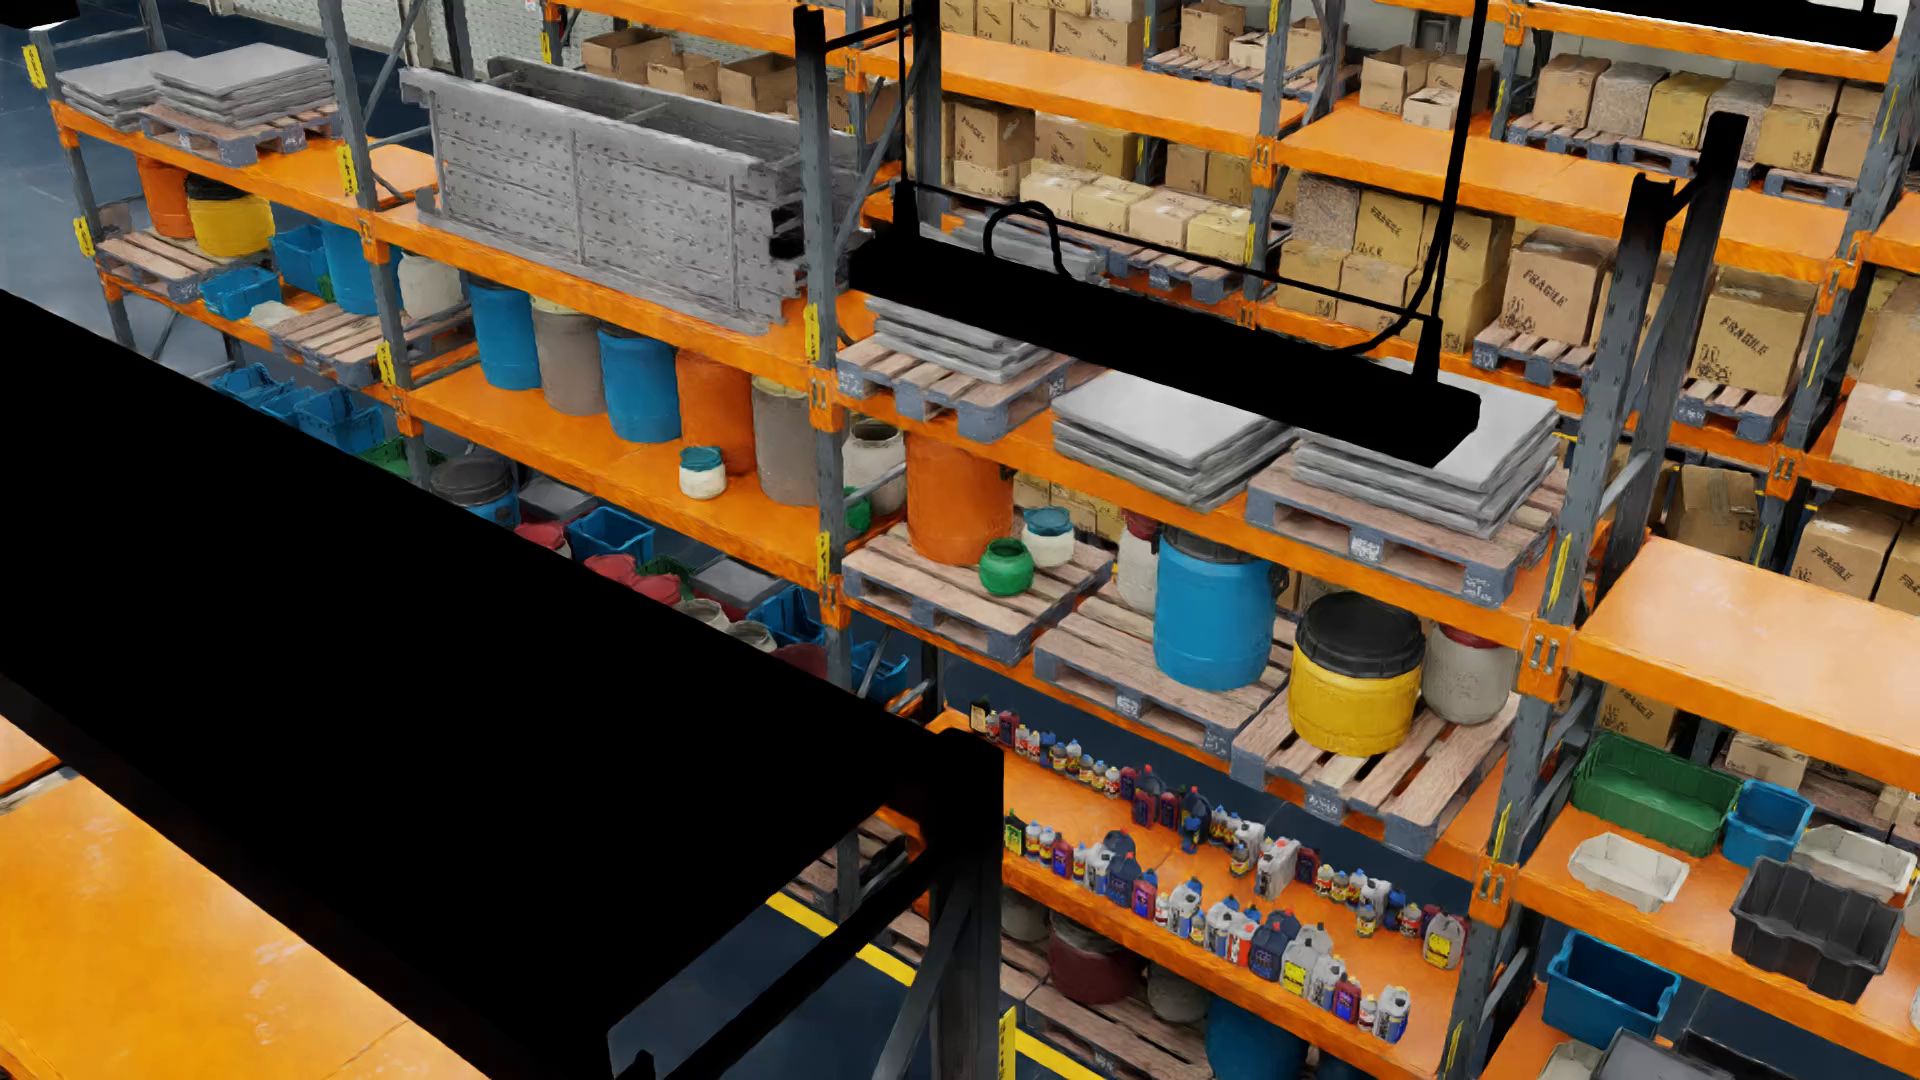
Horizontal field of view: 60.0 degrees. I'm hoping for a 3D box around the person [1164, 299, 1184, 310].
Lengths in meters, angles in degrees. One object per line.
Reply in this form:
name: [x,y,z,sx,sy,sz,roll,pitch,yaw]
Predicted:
person: [2.075,-1.639,16.407,0.468,1.600,0.405,3,32,4]
